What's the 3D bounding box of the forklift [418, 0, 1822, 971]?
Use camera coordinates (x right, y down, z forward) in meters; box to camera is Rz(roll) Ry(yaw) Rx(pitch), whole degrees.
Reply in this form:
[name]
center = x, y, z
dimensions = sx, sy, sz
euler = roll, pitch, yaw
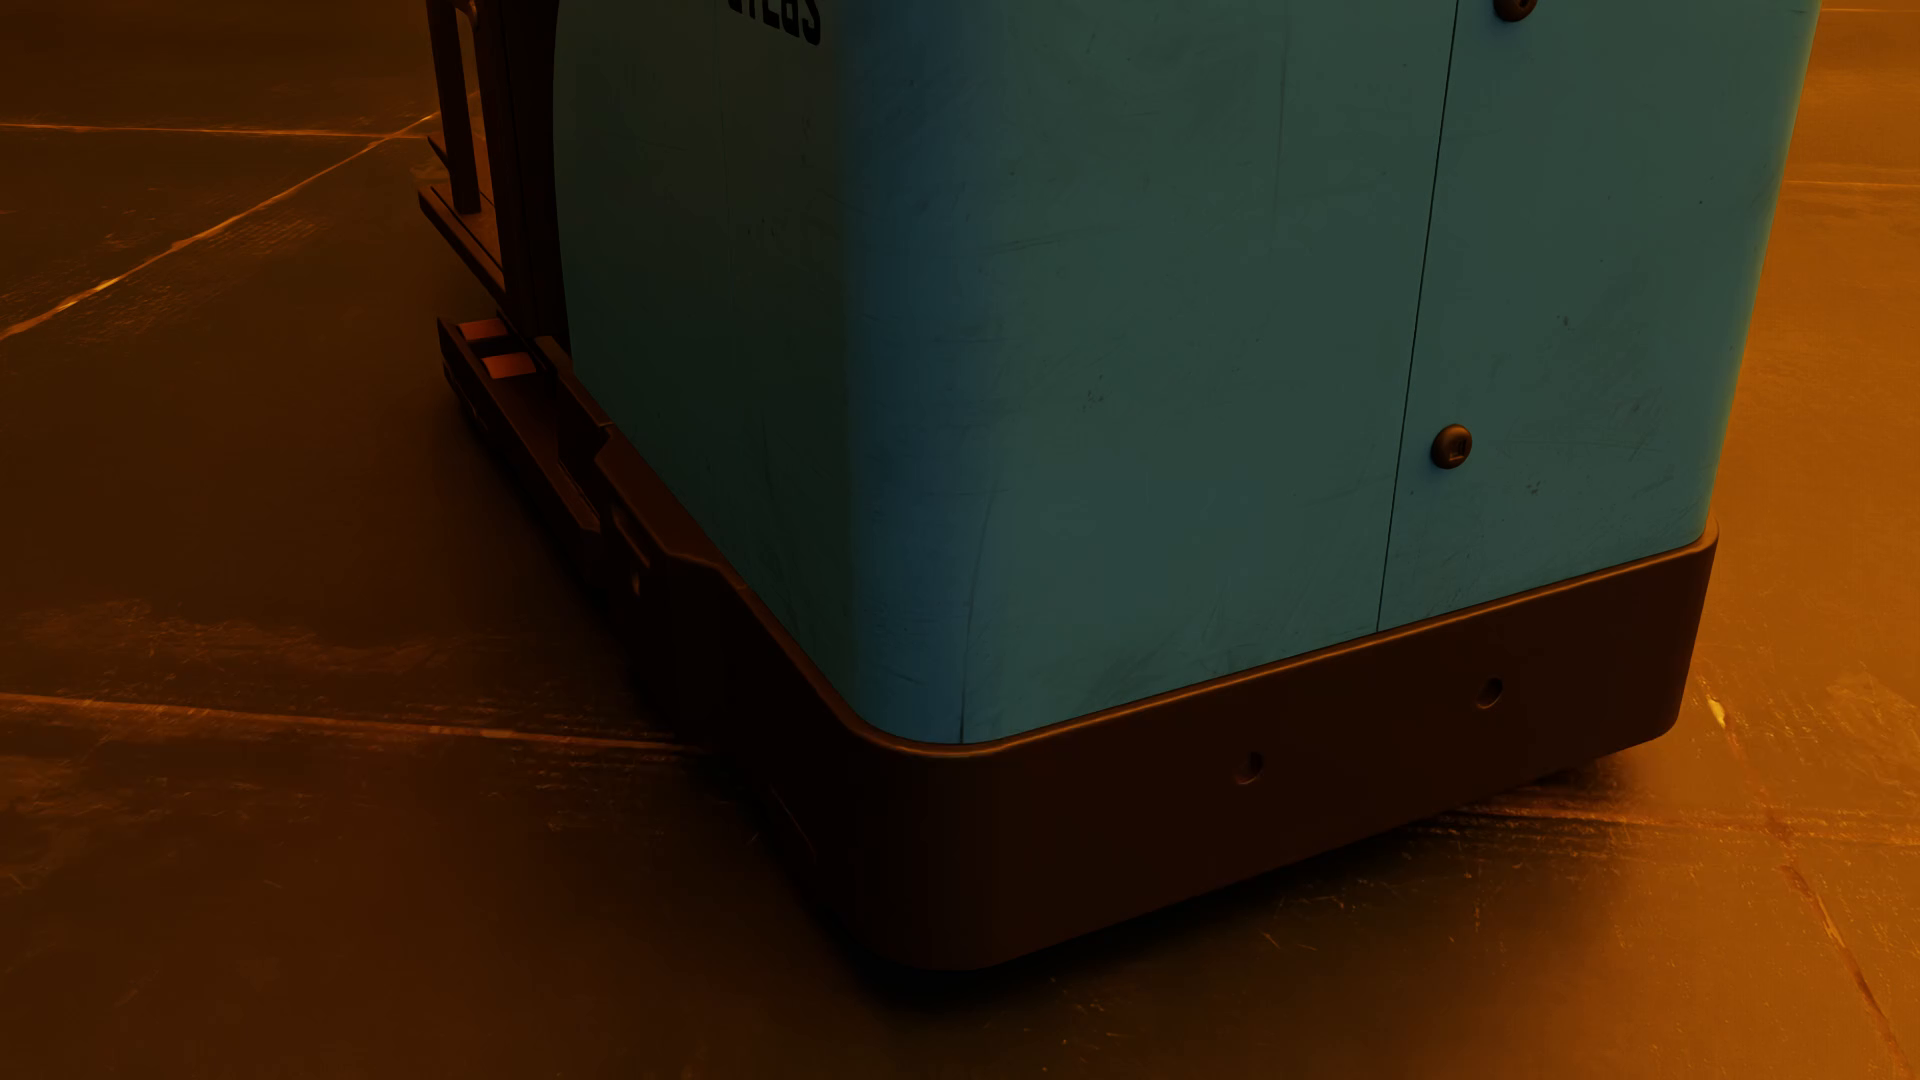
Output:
[forklift]
center = -0.270, -1.540, 2.304
dimensions = 1.130, 2.935, 3.031
euler = -13, 29, -24
